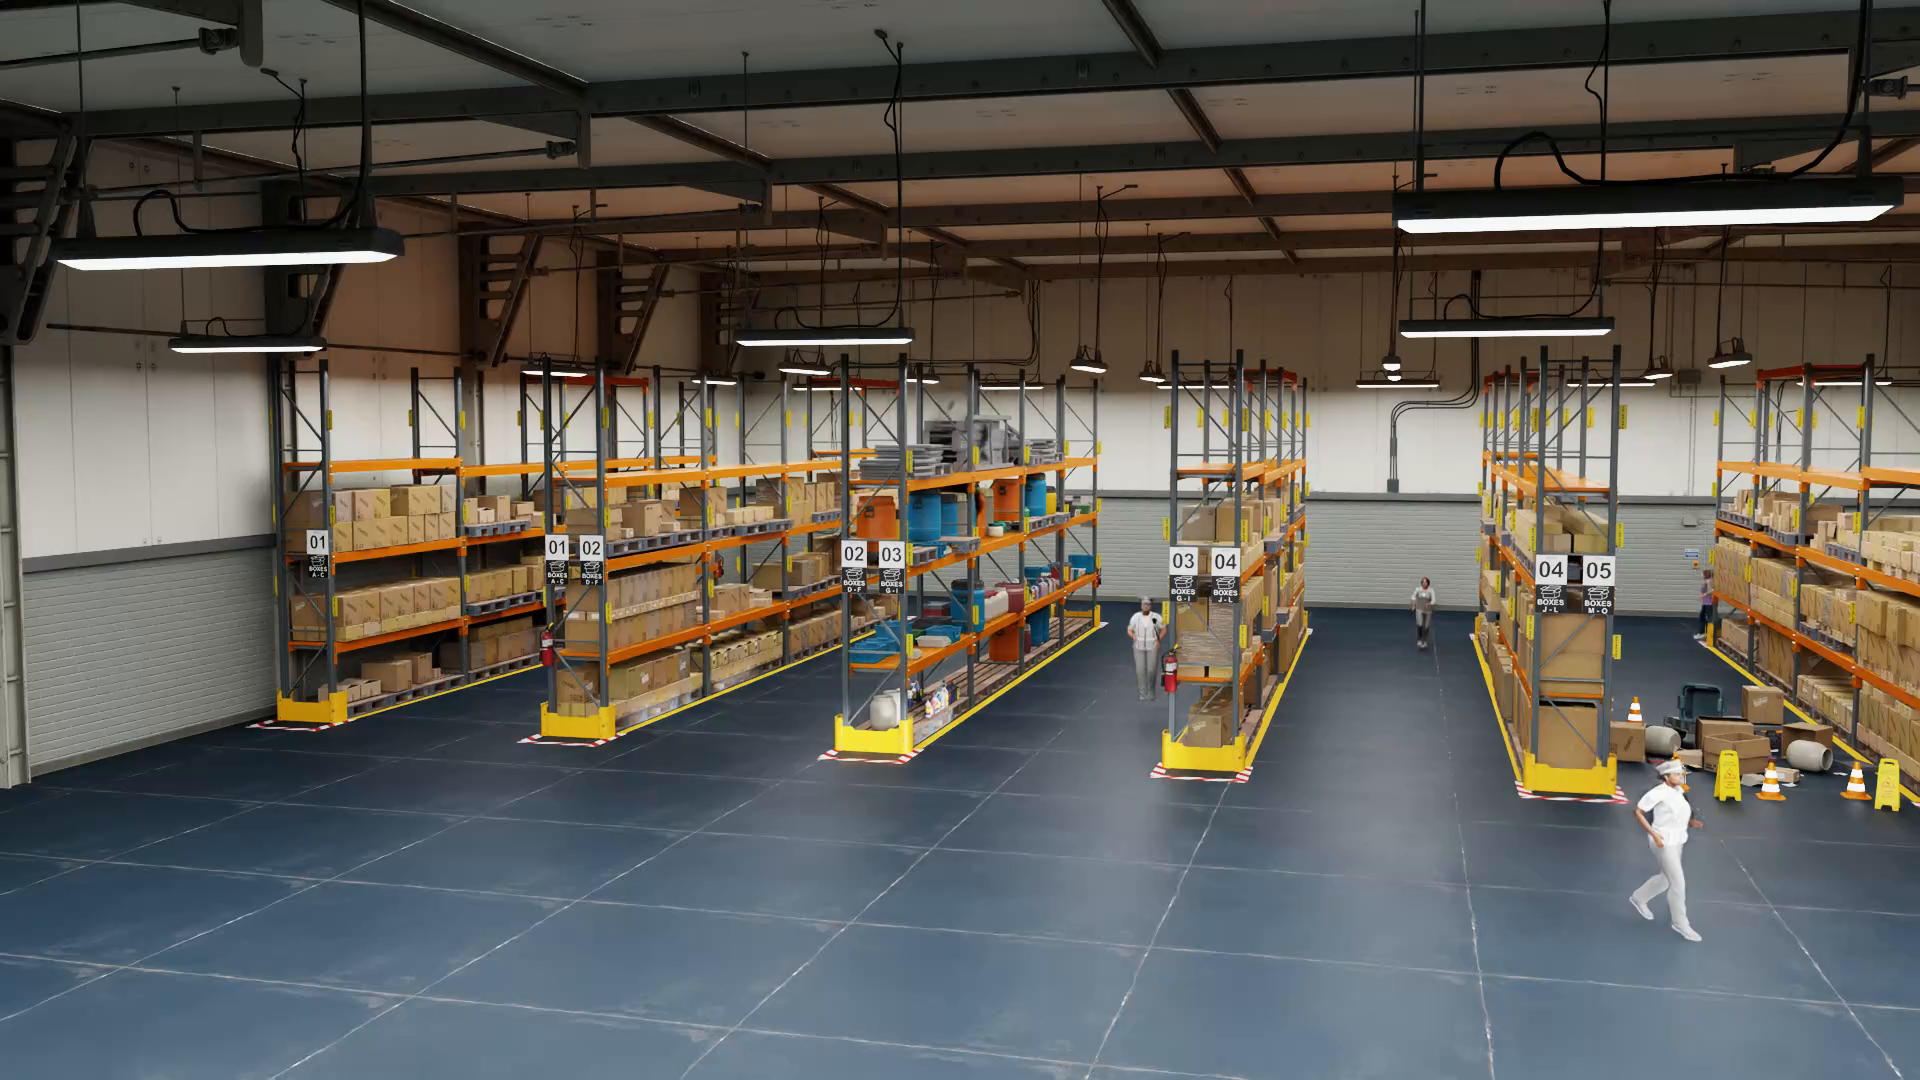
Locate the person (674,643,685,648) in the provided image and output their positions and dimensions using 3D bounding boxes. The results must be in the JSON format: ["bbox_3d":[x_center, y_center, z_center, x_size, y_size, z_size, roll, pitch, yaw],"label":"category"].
[{"bbox_3d":[-5.773,1.742,33.840,0.592,1.633,0.970,1,4,16],"label":"person"}]

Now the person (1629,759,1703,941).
[{"bbox_3d":[6.923,2.984,16.295,0.574,1.720,0.791,-3,5,-38],"label":"person"}]

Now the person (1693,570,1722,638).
[{"bbox_3d":[17.184,1.478,37.959,0.768,1.614,0.547,2,4,23],"label":"person"}]

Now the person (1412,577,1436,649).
[{"bbox_3d":[10.124,1.594,36.317,0.500,1.575,0.731,1,4,15],"label":"person"}]

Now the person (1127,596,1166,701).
[{"bbox_3d":[3.134,1.845,28.009,0.653,1.801,0.579,1,4,10],"label":"person"}]
